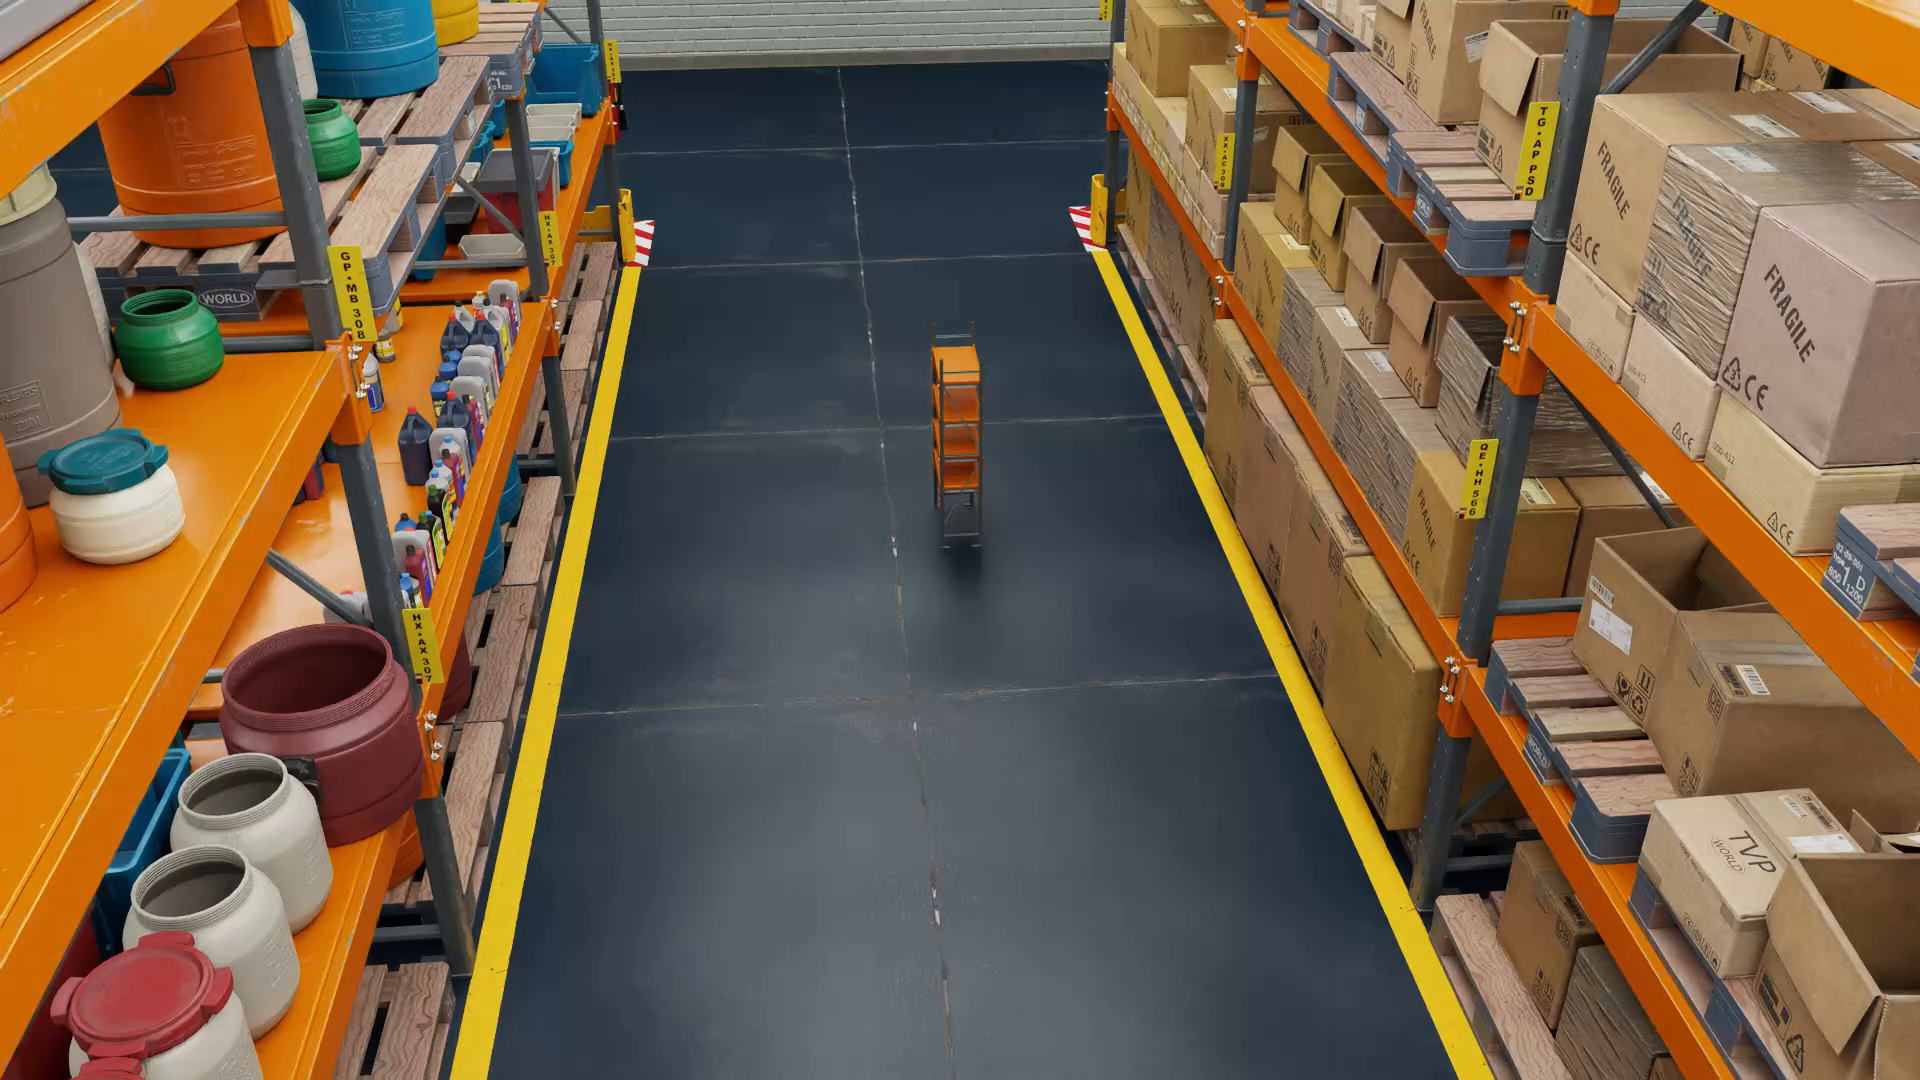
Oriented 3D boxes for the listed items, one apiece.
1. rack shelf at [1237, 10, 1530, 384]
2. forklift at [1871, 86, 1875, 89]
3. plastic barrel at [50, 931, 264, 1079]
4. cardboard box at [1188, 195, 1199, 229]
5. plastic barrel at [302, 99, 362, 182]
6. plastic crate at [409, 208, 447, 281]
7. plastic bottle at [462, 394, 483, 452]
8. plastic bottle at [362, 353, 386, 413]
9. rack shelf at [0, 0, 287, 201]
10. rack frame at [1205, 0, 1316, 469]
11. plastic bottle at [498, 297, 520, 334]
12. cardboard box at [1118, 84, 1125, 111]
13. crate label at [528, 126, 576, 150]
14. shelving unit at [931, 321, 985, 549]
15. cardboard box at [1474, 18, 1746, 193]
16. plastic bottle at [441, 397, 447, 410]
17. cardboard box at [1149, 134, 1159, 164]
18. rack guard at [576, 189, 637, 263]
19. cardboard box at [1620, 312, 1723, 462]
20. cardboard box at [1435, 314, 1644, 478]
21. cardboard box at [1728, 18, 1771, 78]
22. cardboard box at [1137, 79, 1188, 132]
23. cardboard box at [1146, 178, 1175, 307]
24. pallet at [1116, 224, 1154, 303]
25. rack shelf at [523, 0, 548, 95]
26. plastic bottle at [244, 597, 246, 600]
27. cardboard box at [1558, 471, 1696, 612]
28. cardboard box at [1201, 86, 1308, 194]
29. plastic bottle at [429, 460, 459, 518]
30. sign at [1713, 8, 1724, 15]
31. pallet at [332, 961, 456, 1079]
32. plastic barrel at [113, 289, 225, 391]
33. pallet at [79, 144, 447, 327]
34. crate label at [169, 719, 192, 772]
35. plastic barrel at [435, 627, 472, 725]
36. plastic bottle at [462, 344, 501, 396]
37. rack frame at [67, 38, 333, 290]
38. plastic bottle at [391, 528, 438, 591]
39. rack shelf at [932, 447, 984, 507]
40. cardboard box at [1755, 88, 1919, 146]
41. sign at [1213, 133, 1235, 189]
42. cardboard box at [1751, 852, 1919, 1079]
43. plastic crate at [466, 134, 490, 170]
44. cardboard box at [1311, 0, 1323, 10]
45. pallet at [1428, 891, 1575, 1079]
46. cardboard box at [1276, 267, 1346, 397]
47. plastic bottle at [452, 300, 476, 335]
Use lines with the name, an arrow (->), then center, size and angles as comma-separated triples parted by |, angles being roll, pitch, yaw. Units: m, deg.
rack shelf -> 2.255, -1.751, 7.533 | 1.077, 0.370, 4.000 | -3, 31, -5
forklift -> 4.750, -0.748, 8.144 | 1.130, 2.935, 3.031 | -3, 31, -6
plastic barrel -> -2.096, 1.376, 4.389 | 0.433, 0.535, 0.433 | 0, 31, 0
cardboard box -> 1.665, -2.088, 10.566 | 0.380, 0.149, 0.250 | -3, 31, -5
plastic barrel -> -2.360, -1.467, 6.098 | 0.294, 0.245, 0.294 | 0, 31, 0
plastic crate -> -3.246, -1.797, 9.790 | 0.392, 0.384, 0.575 | -3, 31, -5
plastic bottle -> -2.322, -0.573, 7.898 | 0.061, 0.283, 0.133 | -3, 31, -5
plastic bottle -> -2.961, -0.783, 8.256 | 0.152, 0.276, 0.135 | -3, 31, -5
rack shelf -> -2.303, -0.587, 3.050 | 1.077, 0.370, 4.000 | -3, 31, -5
rack frame -> 2.068, -1.793, 9.827 | 1.000, 3.000, 0.127 | -3, 31, -5
plastic bottle -> -2.466, -1.227, 9.073 | 0.097, 0.201, 0.097 | 0, 31, 0
cardboard box -> 1.424, -3.400, 12.762 | 0.380, 0.149, 0.250 | -3, 31, -5
crate label -> -2.917, -2.813, 11.734 | 0.396, 0.136, 0.243 | -3, 31, -5
shelving unit -> -0.015, -0.600, 9.584 | 0.258, 1.200, 0.503 | -3, 31, -5
cardboard box -> 2.313, -1.571, 6.021 | 0.797, 0.503, 0.637 | -1, 31, -2
plastic bottle -> -2.399, -0.555, 7.880 | 0.097, 0.271, 0.097 | 0, 31, 0
cardboard box -> 1.544, -2.745, 11.666 | 0.380, 0.149, 0.250 | -4, 31, -6
rack guard -> -3.252, -2.537, 13.510 | 1.175, 0.500, 0.348 | -3, 31, -5
cardboard box -> 2.280, -0.460, 4.817 | 0.500, 0.250, 0.500 | -2, 31, -3
cardboard box -> 2.390, -0.599, 6.752 | 0.797, 0.503, 0.637 | -2, 31, -3
cardboard box -> 6.409, -3.950, 13.050 | 0.500, 0.500, 0.500 | -1, 31, -2
cardboard box -> 1.569, -3.119, 11.903 | 0.500, 0.250, 0.500 | -4, 31, -6
cardboard box -> 1.919, -2.316, 12.365 | 0.875, 0.875, 0.875 | -3, 31, -5
pallet -> 1.847, -2.234, 13.284 | 1.003, 0.211, 1.213 | -3, 31, -5
rack shelf -> -3.050, -3.556, 10.555 | 1.077, 0.370, 4.000 | -3, 31, -5
plastic bottle -> -2.975, 0.158, 6.754 | 0.097, 0.201, 0.097 | 0, 31, 0
cardboard box -> 2.667, -0.055, 6.820 | 0.500, 0.500, 0.500 | -2, 31, -3
cardboard box -> 1.759, -2.400, 9.969 | 0.500, 0.500, 0.500 | -2, 31, -3
plastic bottle -> -2.278, -0.227, 7.331 | 0.097, 0.271, 0.097 | 0, 31, 0
sign -> 6.102, -4.367, 13.292 | 0.100, 0.325, 0.005 | -3, 31, -5
pallet -> -2.456, 2.081, 6.061 | 1.003, 0.211, 1.213 | -3, 31, -5
plastic barrel -> -2.415, -0.611, 5.075 | 0.294, 0.245, 0.294 | 0, 31, 0
pallet -> -2.464, -1.116, 5.952 | 1.003, 0.211, 1.213 | -3, 31, -5
crate label -> -2.823, 0.791, 5.664 | 0.303, 0.233, 0.416 | -3, 31, -5
plastic barrel -> -2.658, 0.516, 7.904 | 0.600, 0.588, 0.708 | -3, 31, -5
plastic bottle -> -2.423, -0.873, 8.408 | 0.152, 0.276, 0.135 | -3, 31, -5
rack frame -> -2.489, -2.089, 4.473 | 1.000, 3.000, 0.127 | -3, 31, -5
plastic bottle -> -2.251, 0.067, 6.834 | 0.152, 0.276, 0.135 | -3, 31, -5
rack shelf -> -0.015, -0.371, 9.721 | 0.258, 0.148, 0.480 | -3, 31, -5
cardboard box -> 2.735, -1.065, 5.097 | 0.500, 0.500, 0.500 | -2, 31, -3
sign -> 1.516, -2.171, 9.539 | 0.100, 0.325, 0.005 | -3, 31, -5
cardboard box -> 2.562, 1.186, 4.329 | 0.797, 0.503, 0.637 | 0, 31, 0
plastic crate -> -3.391, -2.585, 11.257 | 0.416, 0.233, 0.300 | -3, 31, -5
cardboard box -> 2.132, -3.008, 8.430 | 0.700, 0.500, 0.500 | -2, 31, -3
pallet -> 2.513, 1.845, 6.455 | 1.003, 0.211, 1.213 | -3, 31, -5
cardboard box -> 1.956, -1.077, 8.531 | 0.500, 0.500, 0.500 | -3, 31, -6
plastic bottle -> -2.595, -1.074, 8.672 | 0.144, 0.351, 0.185 | -3, 31, -5
